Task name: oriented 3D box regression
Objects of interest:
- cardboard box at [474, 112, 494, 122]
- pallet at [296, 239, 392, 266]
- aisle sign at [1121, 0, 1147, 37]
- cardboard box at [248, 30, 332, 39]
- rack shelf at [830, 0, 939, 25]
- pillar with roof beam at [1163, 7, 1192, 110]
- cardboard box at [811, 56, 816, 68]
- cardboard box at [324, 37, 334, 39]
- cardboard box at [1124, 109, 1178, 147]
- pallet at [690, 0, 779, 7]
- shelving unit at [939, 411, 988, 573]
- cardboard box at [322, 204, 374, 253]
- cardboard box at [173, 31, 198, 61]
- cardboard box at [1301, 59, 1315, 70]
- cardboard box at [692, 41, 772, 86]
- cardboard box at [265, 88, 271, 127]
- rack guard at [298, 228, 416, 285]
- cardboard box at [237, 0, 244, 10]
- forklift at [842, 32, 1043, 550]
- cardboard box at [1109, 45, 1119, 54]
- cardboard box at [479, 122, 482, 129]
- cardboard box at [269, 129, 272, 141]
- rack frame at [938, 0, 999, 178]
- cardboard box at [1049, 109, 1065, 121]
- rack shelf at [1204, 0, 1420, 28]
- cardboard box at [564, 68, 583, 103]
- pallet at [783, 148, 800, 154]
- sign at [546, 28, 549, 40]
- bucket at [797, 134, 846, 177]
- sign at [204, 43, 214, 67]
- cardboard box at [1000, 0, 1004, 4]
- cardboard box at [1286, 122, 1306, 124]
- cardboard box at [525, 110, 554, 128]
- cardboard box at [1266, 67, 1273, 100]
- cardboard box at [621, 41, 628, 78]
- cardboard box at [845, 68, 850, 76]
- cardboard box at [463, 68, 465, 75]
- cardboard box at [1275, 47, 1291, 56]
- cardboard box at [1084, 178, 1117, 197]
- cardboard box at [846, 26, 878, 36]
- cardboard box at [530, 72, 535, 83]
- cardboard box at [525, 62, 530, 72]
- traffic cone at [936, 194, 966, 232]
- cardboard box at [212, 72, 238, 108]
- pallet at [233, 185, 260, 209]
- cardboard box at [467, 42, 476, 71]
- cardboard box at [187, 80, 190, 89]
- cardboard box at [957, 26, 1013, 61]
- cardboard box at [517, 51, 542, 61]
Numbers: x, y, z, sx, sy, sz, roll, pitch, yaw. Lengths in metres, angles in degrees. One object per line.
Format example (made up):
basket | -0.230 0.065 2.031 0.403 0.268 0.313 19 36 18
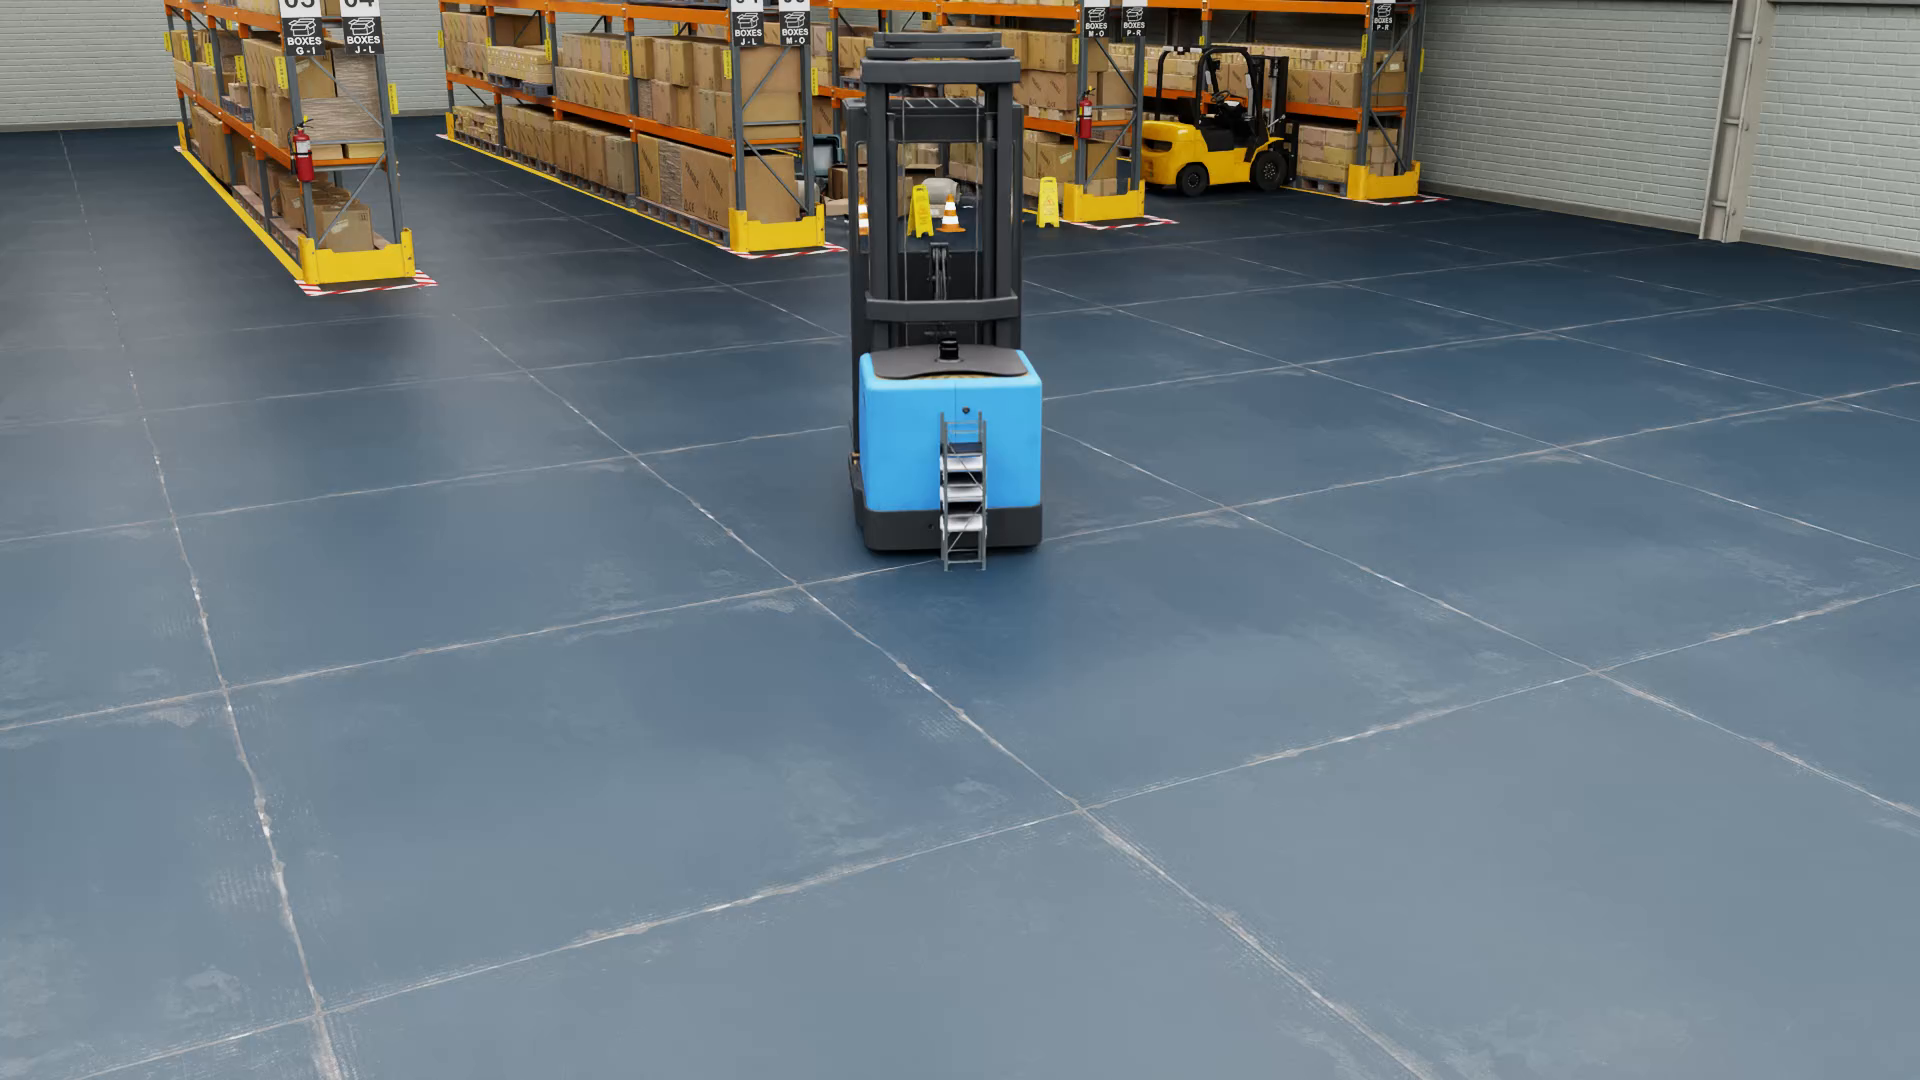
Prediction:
cardboard box | -9.057 -8.075 31.750 0.380 0.149 0.250 -11 22 -29
pallet | -7.081 -3.277 19.304 1.003 0.211 1.213 -10 21 -27
aisle sign | 2.334 -7.128 22.206 0.394 0.787 0.004 -10 21 -27
cardboard box | -8.843 -6.214 21.979 1.000 1.000 1.000 -10 21 -26
rack shelf | -0.818 -8.670 27.162 1.077 0.370 4.000 -10 21 -27
pillar with roof beam | 0.223 -10.870 27.838 9.100 9.000 0.400 -10 21 -27
cardboard box | -2.468 -8.578 29.854 0.500 0.250 0.500 -11 22 -28
cardboard box | -8.134 -6.057 20.943 0.500 0.500 0.500 -10 21 -27
cardboard box | 3.520 -7.451 30.123 0.875 0.625 0.625 -11 22 -29
pallet | -2.638 -6.661 20.374 1.003 0.211 1.213 -10 21 -27
shelving unit | 0.018 -0.274 9.547 0.258 0.900 0.210 -2 19 -6
cardboard box | -6.972 -3.533 18.960 0.500 0.500 0.500 -6 20 -17
cardboard box | -13.809 -8.881 29.894 0.500 0.500 0.500 -11 22 -28
cardboard box | 5.494 -7.344 25.669 0.380 0.149 0.250 -11 22 -28
cardboard box | -2.908 -6.093 21.305 0.875 0.550 0.550 -10 21 -27
cardboard box | -7.898 -5.255 20.152 0.875 0.500 0.500 -10 21 -27
rack guard | -6.726 -3.175 18.565 1.175 0.500 0.348 -10 21 -27
cardboard box | -8.601 -6.661 20.467 0.500 0.250 0.500 -11 22 -29
forklift | -0.179 -1.761 10.741 1.130 2.935 3.031 -2 19 -6
cardboard box | 2.899 -8.933 30.274 0.380 0.149 0.250 -10 21 -26
cardboard box | -8.967 -7.938 31.809 0.380 0.149 0.250 -11 22 -29
cardboard box | -8.137 -4.901 20.120 0.380 0.149 0.250 -10 21 -27
rack frame | 0.132 -7.018 25.870 1.000 3.000 0.127 -10 21 -27
cardboard box | 1.448 -5.880 22.959 0.380 0.149 0.250 -10 22 -27
rack shelf | 5.448 -8.291 26.066 1.077 0.370 4.000 -10 21 -27
cardboard box | -5.856 -7.101 25.959 0.500 0.500 0.500 -10 22 -27
pallet | -2.651 -7.436 31.356 1.003 0.211 1.213 -10 21 -27
sign | -7.488 -9.153 30.283 0.100 0.325 0.005 -10 21 -27
bucket | -2.083 -5.711 24.772 0.726 0.611 0.620 -3 9 -8
sign | -10.976 -7.091 24.309 0.100 0.325 0.005 -10 21 -27
cardboard box | 0.797 -7.746 23.767 0.380 0.149 0.250 -10 21 -26
cardboard box | 5.175 -6.530 26.496 0.500 0.250 0.500 -10 22 -28
cardboard box | -7.108 -7.189 28.405 0.500 0.250 0.500 -9 21 -25
cardboard box | 5.203 -7.227 26.324 0.500 0.500 0.500 -10 21 -26
cardboard box | -4.417 -6.883 23.795 0.700 0.500 0.500 -10 22 -28
cardboard box | -1.777 -8.124 28.816 0.380 0.149 0.250 -11 22 -30
cardboard box | -9.528 -9.199 32.576 0.380 0.149 0.250 -9 21 -24
cardboard box | 5.204 -7.718 26.297 0.380 0.149 0.250 -10 21 -26
cardboard box | 1.892 -5.042 23.718 0.500 0.250 0.500 -10 21 -27
cardboard box | -1.786 -8.865 29.538 0.500 0.500 0.500 -11 22 -28
cardboard box | -6.831 -7.592 27.276 0.380 0.149 0.250 -10 21 -27
cardboard box | -6.967 -7.813 27.461 0.380 0.149 0.250 -9 21 -25
traffic cone | -0.123 -4.324 21.954 0.336 0.463 0.334 -10 21 -27
cardboard box | -10.941 -6.781 25.032 0.500 0.500 0.500 -9 21 -25
pallet | -10.119 -5.088 24.553 1.003 0.211 1.213 -10 21 -27
cardboard box | -8.934 -9.094 31.277 0.500 0.500 0.500 -10 21 -27
cardboard box | -13.188 -7.919 28.866 0.380 0.149 0.250 -10 21 -26
cardboard box | 0.373 -7.368 24.744 0.700 0.500 0.500 -10 21 -26
cardboard box | -7.193 -8.095 27.821 0.380 0.149 0.250 -10 21 -27
